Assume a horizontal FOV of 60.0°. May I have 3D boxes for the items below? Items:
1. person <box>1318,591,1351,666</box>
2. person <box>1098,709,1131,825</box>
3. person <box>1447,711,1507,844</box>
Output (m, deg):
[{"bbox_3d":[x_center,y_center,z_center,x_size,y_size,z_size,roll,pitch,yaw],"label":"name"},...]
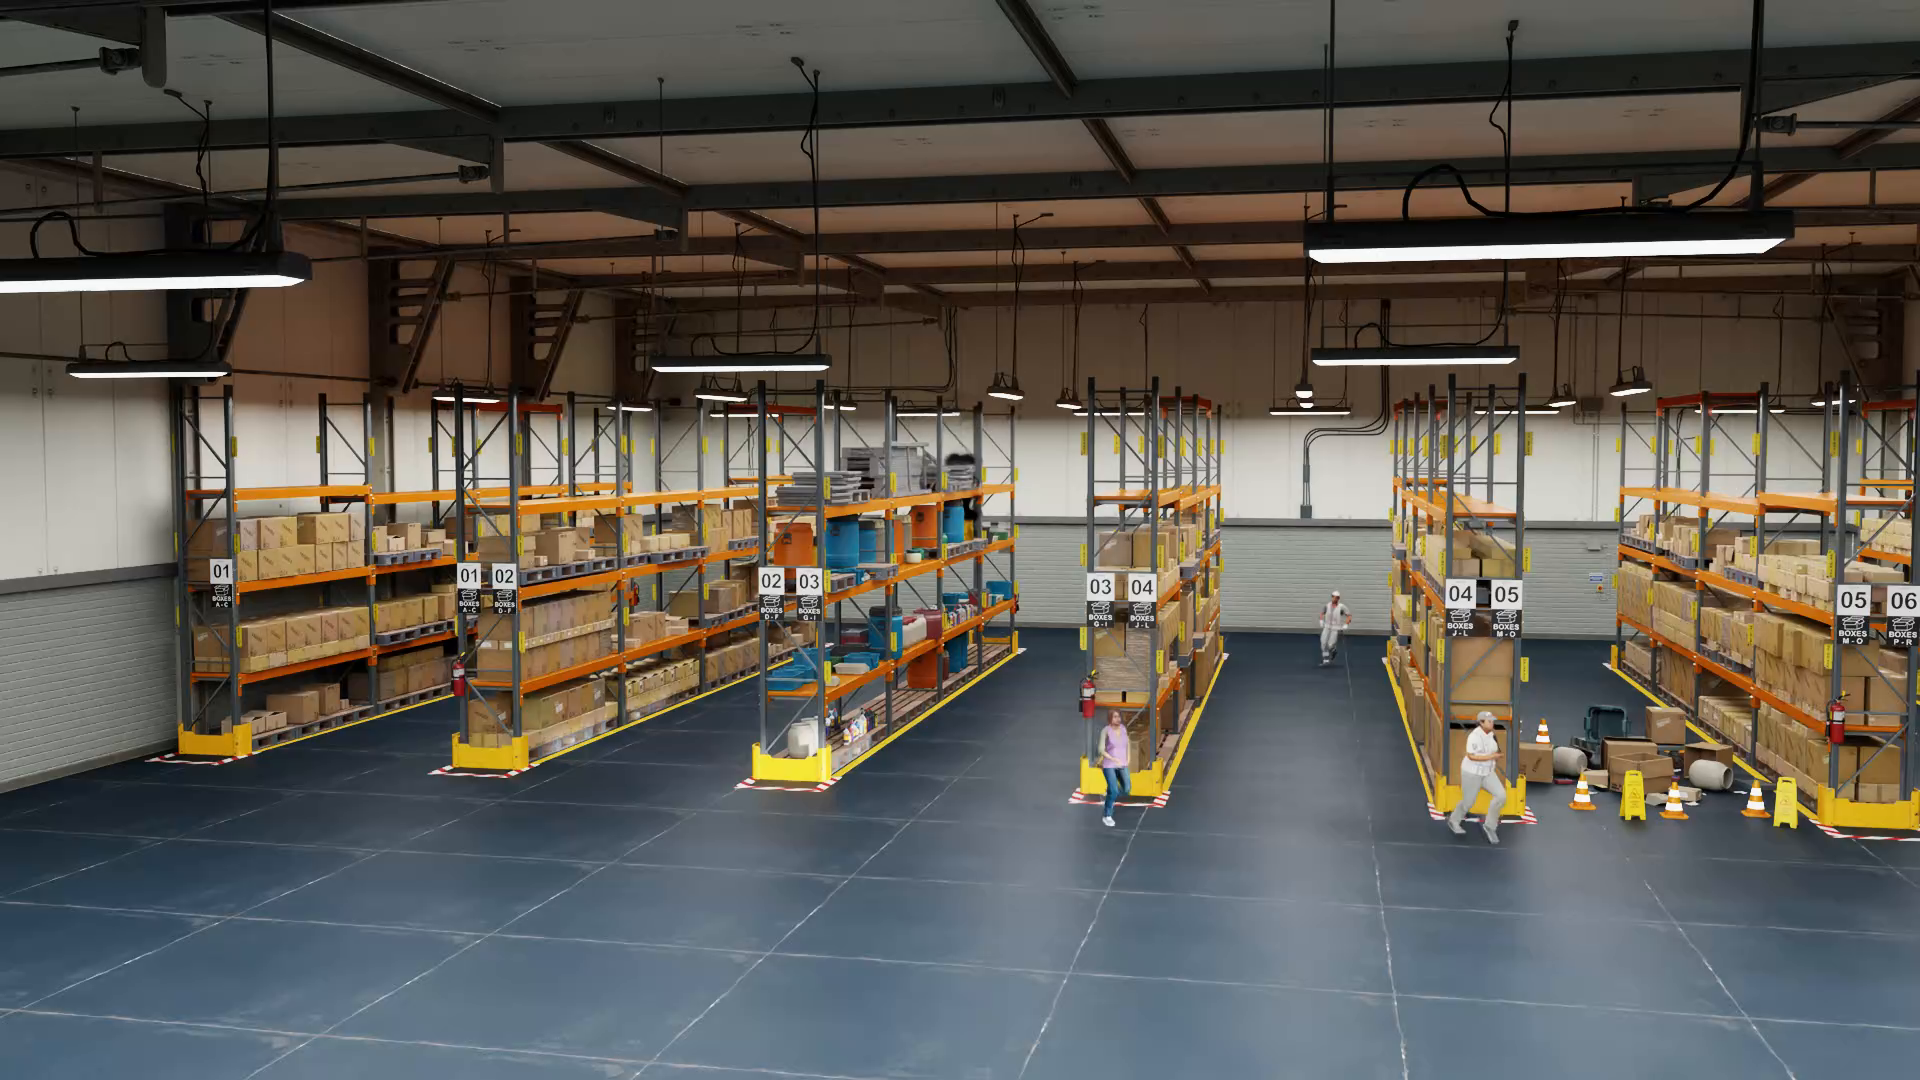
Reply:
[{"bbox_3d":[8.535,2.021,37.954,0.750,1.717,0.574,2,4,33],"label":"person"},{"bbox_3d":[2.067,3.003,21.997,0.559,1.561,0.607,-2,4,-25],"label":"person"},{"bbox_3d":[6.575,2.999,21.156,0.627,1.696,0.821,-3,4,-38],"label":"person"}]
